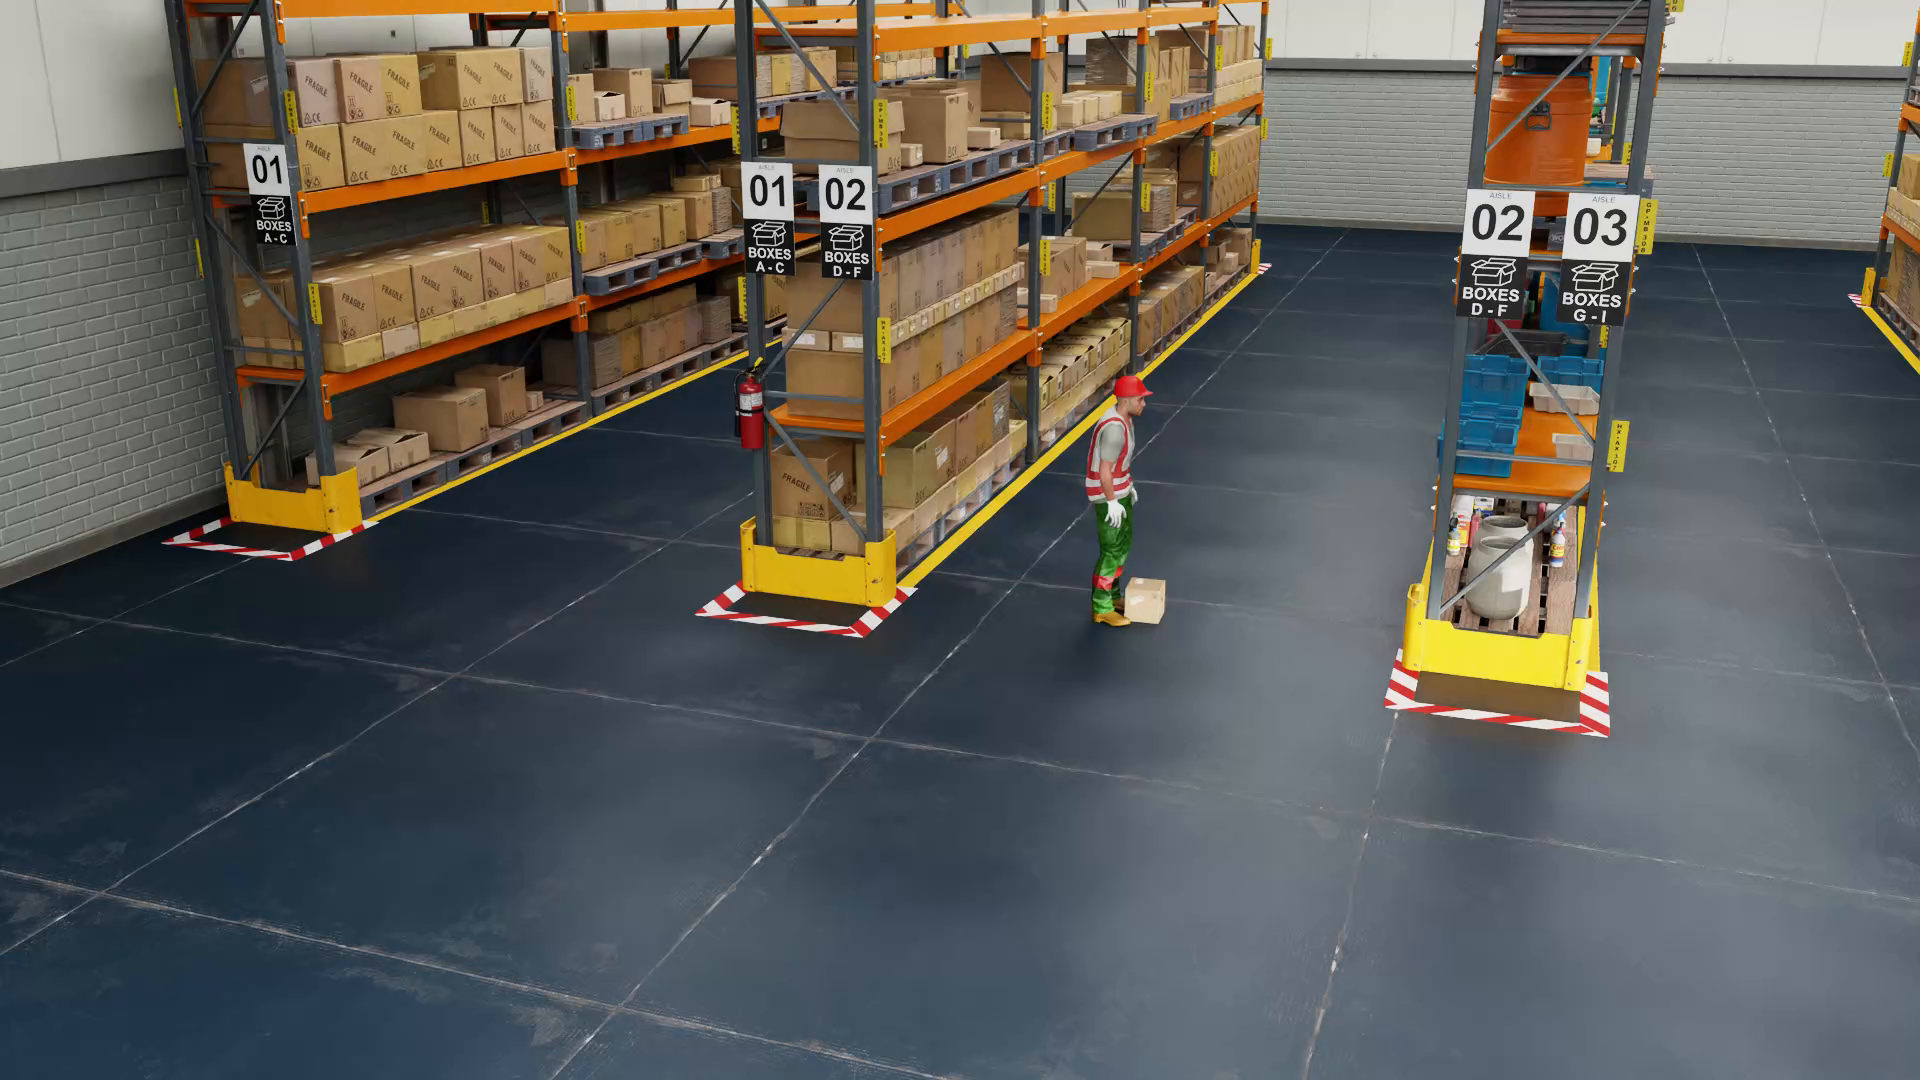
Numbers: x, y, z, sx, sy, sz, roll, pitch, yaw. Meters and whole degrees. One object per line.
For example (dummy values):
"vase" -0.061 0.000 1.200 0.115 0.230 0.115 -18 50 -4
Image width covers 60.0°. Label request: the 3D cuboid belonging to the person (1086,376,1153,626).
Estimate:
"person" 1.136 -0.307 11.955 0.447 1.780 0.623 6 19 16
